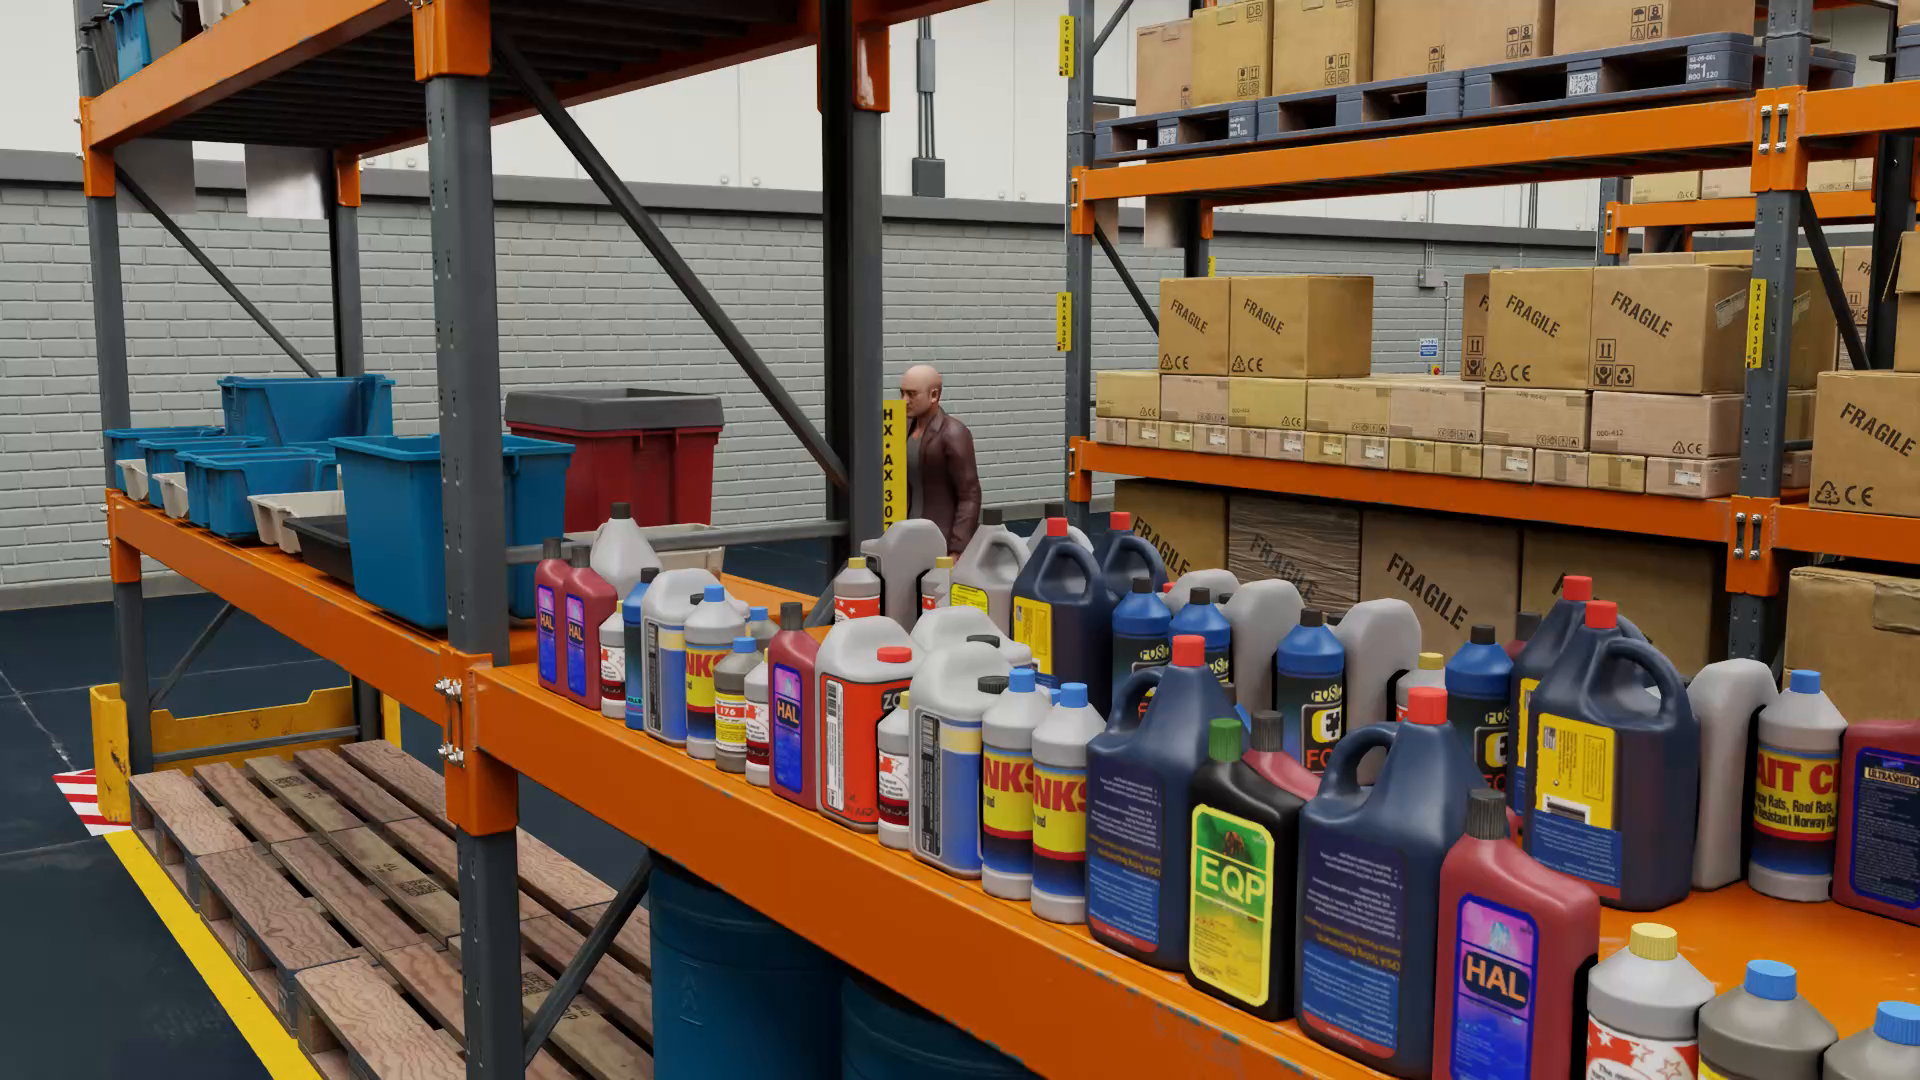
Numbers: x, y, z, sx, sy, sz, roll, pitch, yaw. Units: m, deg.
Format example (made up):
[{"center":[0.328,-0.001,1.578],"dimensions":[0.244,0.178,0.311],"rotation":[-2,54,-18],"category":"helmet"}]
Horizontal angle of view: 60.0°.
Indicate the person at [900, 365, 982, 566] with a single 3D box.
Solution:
[{"center":[-0.159,0.137,8.018],"dimensions":[0.422,1.590,0.654],"rotation":[-6,10,-39],"category":"person"}]
